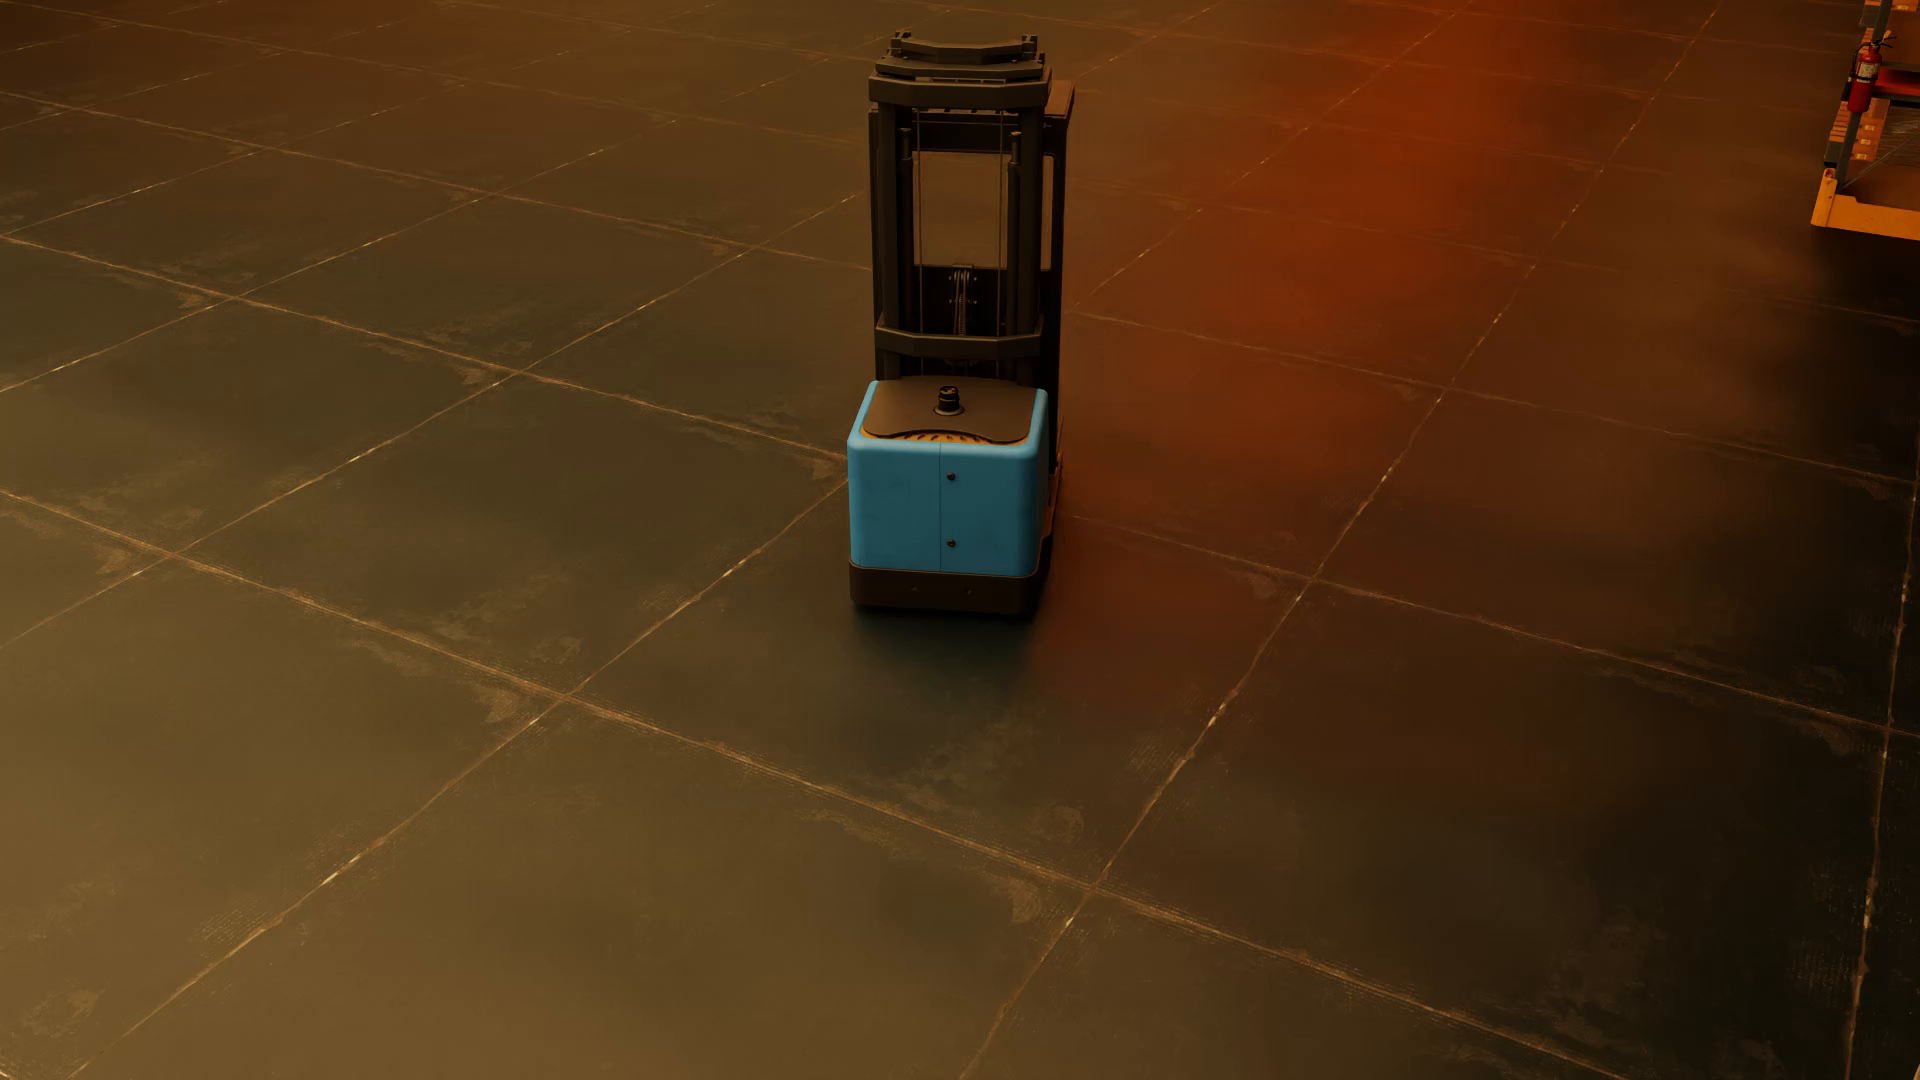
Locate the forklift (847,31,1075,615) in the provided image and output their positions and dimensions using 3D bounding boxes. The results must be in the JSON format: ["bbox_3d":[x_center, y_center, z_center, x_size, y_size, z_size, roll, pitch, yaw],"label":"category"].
[{"bbox_3d":[0.072,-1.572,9.794,1.130,2.935,3.031,3,30,6],"label":"forklift"}]
